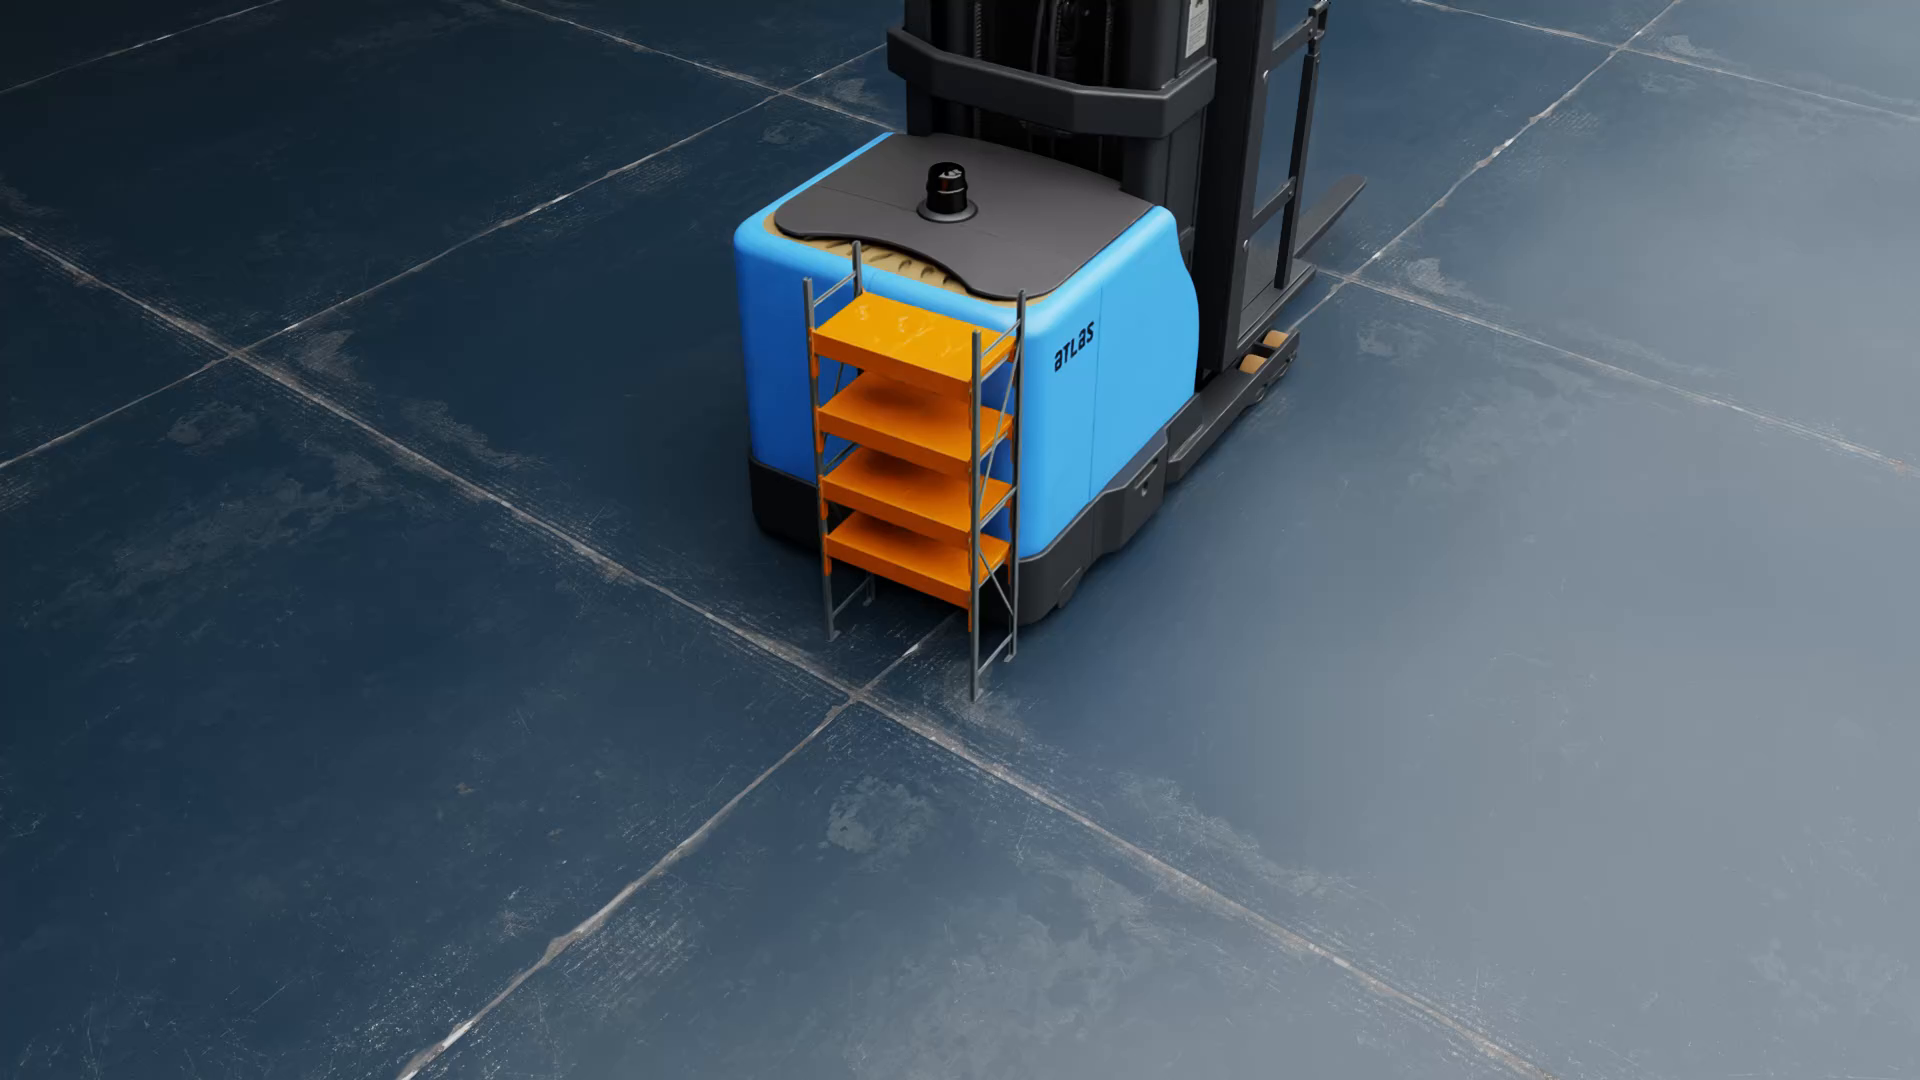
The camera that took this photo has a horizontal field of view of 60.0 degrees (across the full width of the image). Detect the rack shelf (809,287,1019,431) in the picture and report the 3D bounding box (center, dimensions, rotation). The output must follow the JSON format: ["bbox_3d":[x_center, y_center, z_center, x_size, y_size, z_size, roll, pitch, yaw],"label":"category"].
[{"bbox_3d":[-0.114,-0.467,4.236,0.480,0.148,0.258,20,42,24],"label":"rack shelf"}]

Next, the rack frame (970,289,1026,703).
[{"bbox_3d":[0.095,-0.081,4.380,0.015,1.200,0.240,20,42,24],"label":"rack frame"}]

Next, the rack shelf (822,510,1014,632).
[{"bbox_3d":[-0.114,0.051,4.642,0.480,0.148,0.258,20,42,24],"label":"rack shelf"}]

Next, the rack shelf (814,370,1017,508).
[{"bbox_3d":[-0.114,-0.281,4.382,0.480,0.148,0.258,20,42,24],"label":"rack shelf"}]

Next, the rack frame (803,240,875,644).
[{"bbox_3d":[-0.324,-0.235,4.577,0.015,1.200,0.240,20,42,24],"label":"rack frame"}]

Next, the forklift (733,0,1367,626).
[{"bbox_3d":[0.563,-1.783,5.150,1.130,2.935,3.031,21,43,25],"label":"forklift"}]

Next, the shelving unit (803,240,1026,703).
[{"bbox_3d":[-0.114,-0.158,4.479,0.503,1.200,0.258,20,42,24],"label":"shelving unit"}]

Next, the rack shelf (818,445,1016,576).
[{"bbox_3d":[-0.114,-0.105,4.520,0.480,0.148,0.258,20,42,24],"label":"rack shelf"}]
